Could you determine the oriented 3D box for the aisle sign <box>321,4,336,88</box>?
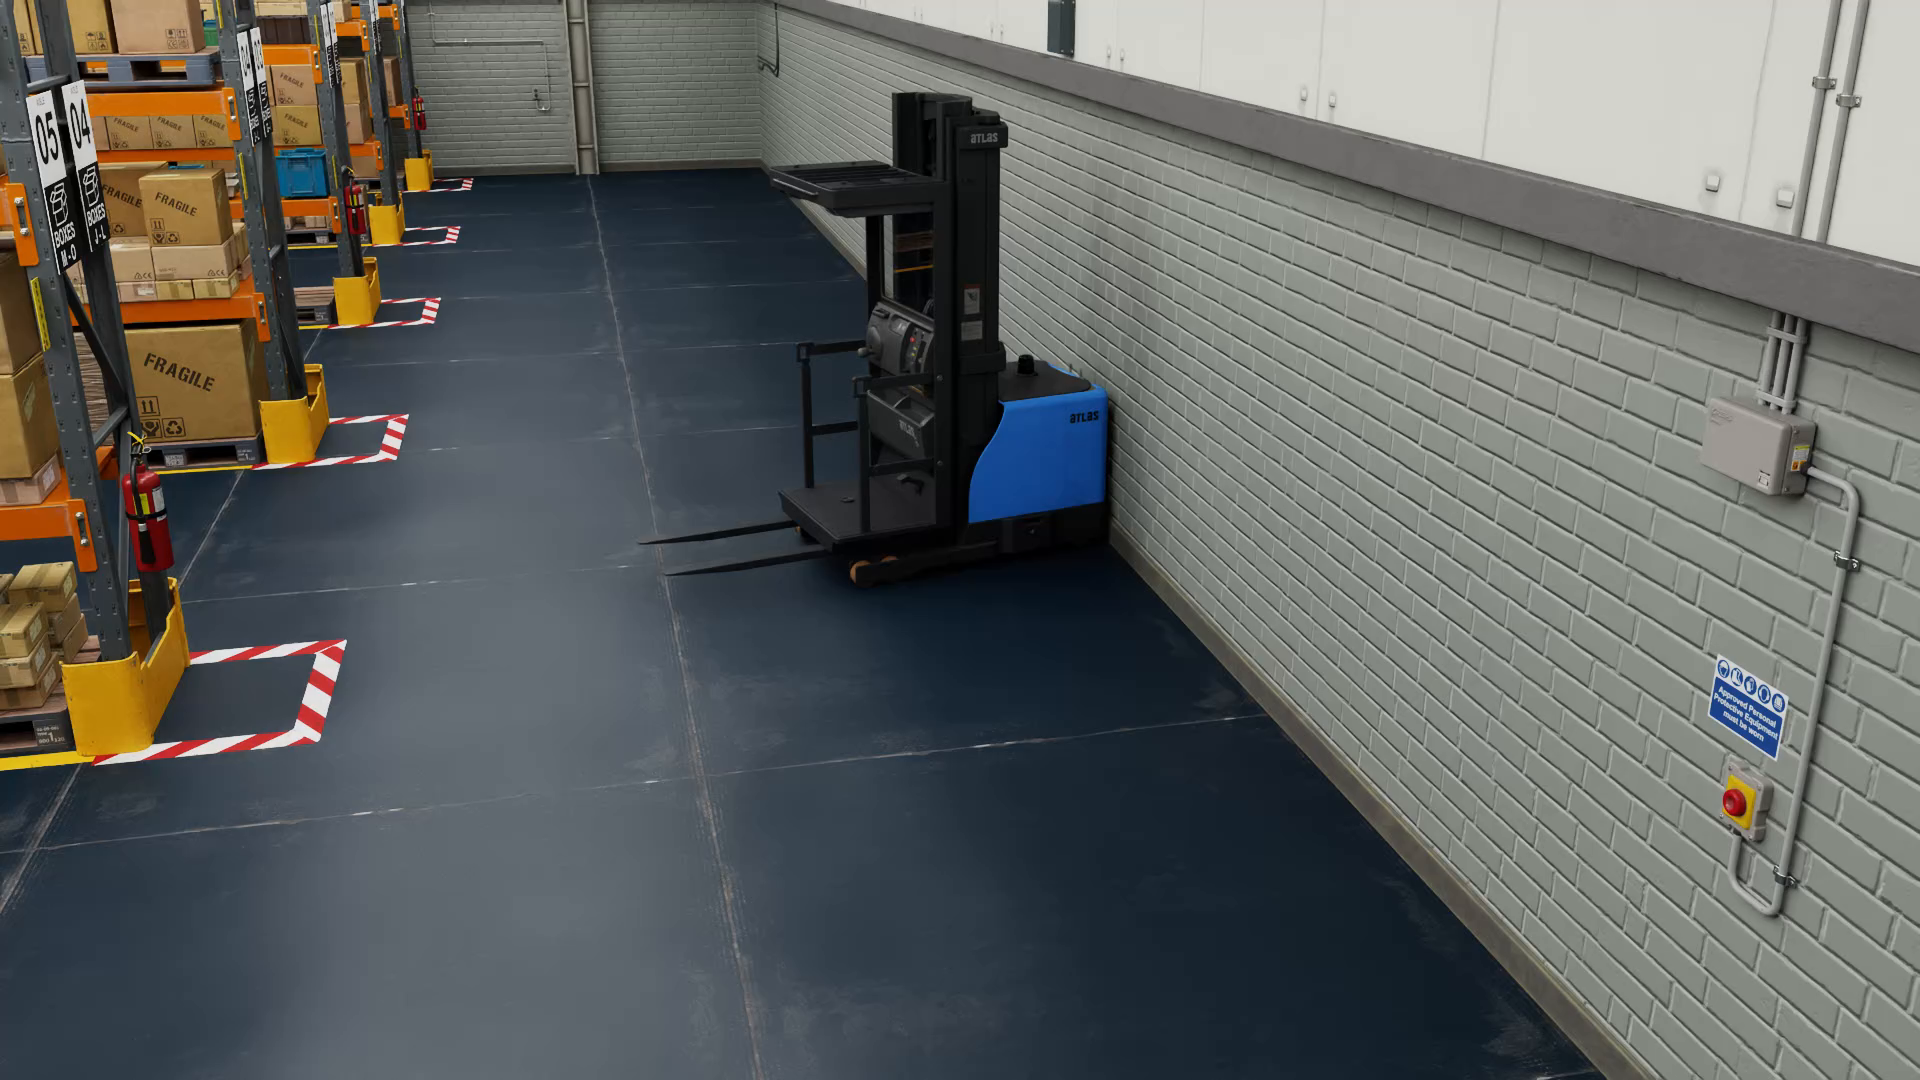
[{"bbox_3d":[-6.376,-4.986,16.784,0.004,0.787,0.394,-5,21,-12],"label":"aisle sign"}]

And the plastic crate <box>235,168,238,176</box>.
[{"bbox_3d":[-7.470,-3.845,17.607,0.300,0.233,0.416,-5,21,-12],"label":"plastic crate"}]

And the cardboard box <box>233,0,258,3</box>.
[{"bbox_3d":[-9.064,-6.884,20.878,0.500,0.250,0.500,-5,21,-12],"label":"cardboard box"}]

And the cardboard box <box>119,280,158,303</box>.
[{"bbox_3d":[-6.142,-1.902,12.512,0.250,0.149,0.380,-5,21,-12],"label":"cardboard box"}]

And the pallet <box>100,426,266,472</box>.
[{"bbox_3d":[-6.133,-0.800,13.193,1.213,0.211,1.003,-5,21,-12],"label":"pallet"}]

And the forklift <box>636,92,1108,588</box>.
[{"bbox_3d":[-0.568,-1.283,10.556,3.031,2.935,1.130,-9,22,-24],"label":"forklift"}]

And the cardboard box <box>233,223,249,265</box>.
[{"bbox_3d":[-5.903,-2.321,13.075,0.500,0.250,0.500,-5,21,-14],"label":"cardboard box"}]

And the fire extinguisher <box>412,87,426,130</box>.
[{"bbox_3d":[-8.540,-6.819,26.225,0.183,0.674,0.296,-5,21,-12],"label":"fire extinguisher"}]

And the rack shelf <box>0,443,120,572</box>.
[{"bbox_3d":[-6.277,-0.035,8.095,4.000,0.370,1.077,-5,21,-12],"label":"rack shelf"}]

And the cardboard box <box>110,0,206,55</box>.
[{"bbox_3d":[-5.867,-3.840,12.174,0.500,0.500,0.700,-6,21,-16],"label":"cardboard box"}]

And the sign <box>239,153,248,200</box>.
[{"bbox_3d":[-5.262,-2.671,12.219,0.005,0.325,0.100,-5,21,-12],"label":"sign"}]

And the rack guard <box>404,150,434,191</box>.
[{"bbox_3d":[-8.769,-6.002,26.972,0.348,0.500,1.175,-5,21,-12],"label":"rack guard"}]

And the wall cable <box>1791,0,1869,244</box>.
[{"bbox_3d":[2.378,-2.244,4.357,0.029,3.000,0.463,-5,21,-12],"label":"wall cable"}]

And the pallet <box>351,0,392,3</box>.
[{"bbox_3d":[-9.512,-8.478,25.866,1.213,0.211,1.003,-5,21,-12],"label":"pallet"}]

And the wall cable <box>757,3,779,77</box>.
[{"bbox_3d":[-3.206,-8.860,26.934,0.112,2.526,3.097,-5,21,-12],"label":"wall cable"}]

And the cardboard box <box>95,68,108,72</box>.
[{"bbox_3d":[-10.517,-5.700,20.914,0.500,0.500,0.500,-5,21,-14],"label":"cardboard box"}]

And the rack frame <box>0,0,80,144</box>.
[{"bbox_3d":[-4.330,-3.348,7.371,0.127,3.000,1.000,-5,21,-12],"label":"rack frame"}]

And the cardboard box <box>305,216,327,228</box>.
[{"bbox_3d":[-8.536,-4.264,22.074,0.250,0.166,0.380,-5,21,-12],"label":"cardboard box"}]

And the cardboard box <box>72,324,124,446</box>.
[{"bbox_3d":[-6.863,-1.249,12.843,0.875,0.875,0.875,-5,21,-12],"label":"cardboard box"}]

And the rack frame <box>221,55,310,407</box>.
[{"bbox_3d":[-5.373,-2.199,12.958,0.127,3.000,1.000,-5,21,-12],"label":"rack frame"}]

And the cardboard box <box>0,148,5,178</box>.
[{"bbox_3d":[-4.712,-1.745,7.573,0.500,0.250,0.500,-5,21,-14],"label":"cardboard box"}]

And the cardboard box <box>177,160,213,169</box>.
[{"bbox_3d":[-11.934,-5.905,26.098,0.500,0.500,0.700,-4,21,-12],"label":"cardboard box"}]

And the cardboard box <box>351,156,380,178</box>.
[{"bbox_3d":[-9.451,-6.108,26.651,0.500,0.500,0.700,-5,21,-12],"label":"cardboard box"}]

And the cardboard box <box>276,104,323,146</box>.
[{"bbox_3d":[-8.526,-5.394,21.533,0.500,0.500,0.500,-4,21,-12],"label":"cardboard box"}]

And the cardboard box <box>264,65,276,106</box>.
[{"bbox_3d":[-9.014,-5.822,21.248,0.500,0.500,0.500,-4,21,-11],"label":"cardboard box"}]

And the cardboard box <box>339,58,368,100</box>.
[{"bbox_3d":[-8.142,-6.085,21.966,0.500,0.500,0.500,-4,20,-11],"label":"cardboard box"}]

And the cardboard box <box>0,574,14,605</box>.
[{"bbox_3d":[-5.159,0.321,8.747,0.250,0.149,0.380,-4,21,-11],"label":"cardboard box"}]

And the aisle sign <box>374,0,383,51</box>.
[{"bbox_3d":[-7.650,-6.840,21.847,0.004,0.787,0.394,-5,21,-12],"label":"aisle sign"}]

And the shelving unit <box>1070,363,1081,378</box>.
[{"bbox_3d":[0.854,-0.596,11.371,0.189,1.200,0.258,-2,15,-13],"label":"shelving unit"}]

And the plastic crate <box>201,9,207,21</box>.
[{"bbox_3d":[-8.063,-5.208,16.899,0.767,0.338,0.504,-5,21,-12],"label":"plastic crate"}]

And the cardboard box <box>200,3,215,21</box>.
[{"bbox_3d":[-9.551,-6.611,20.857,0.500,0.250,0.500,-5,21,-12],"label":"cardboard box"}]

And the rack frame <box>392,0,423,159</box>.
[{"bbox_3d":[-8.793,-7.173,26.536,0.127,3.000,1.000,-5,21,-12],"label":"rack frame"}]

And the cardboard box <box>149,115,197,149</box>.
[{"bbox_3d":[-9.998,-5.275,21.210,0.500,0.500,0.500,-5,21,-13],"label":"cardboard box"}]

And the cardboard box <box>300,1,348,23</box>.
[{"bbox_3d":[-8.088,-6.725,21.169,0.500,0.250,0.500,-5,21,-12],"label":"cardboard box"}]

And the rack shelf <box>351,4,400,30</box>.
[{"bbox_3d":[-10.739,-8.086,25.712,4.000,0.370,1.077,-5,21,-12],"label":"rack shelf"}]

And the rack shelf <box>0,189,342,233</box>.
[{"bbox_3d":[-8.459,-3.361,17.175,4.000,0.370,1.077,-5,21,-12],"label":"rack shelf"}]

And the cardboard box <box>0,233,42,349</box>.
[{"bbox_3d":[-4.828,-1.240,8.309,0.500,0.500,0.500,-5,21,-13],"label":"cardboard box"}]

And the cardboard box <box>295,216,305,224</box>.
[{"bbox_3d":[-8.730,-4.443,22.442,0.500,0.250,0.500,-5,21,-12],"label":"cardboard box"}]

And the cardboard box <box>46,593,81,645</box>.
[{"bbox_3d":[-4.899,0.426,8.892,0.250,0.149,0.380,-4,20,-10],"label":"cardboard box"}]

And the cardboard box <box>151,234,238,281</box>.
[{"bbox_3d":[-5.784,-2.141,12.585,0.500,0.250,0.500,-5,21,-13],"label":"cardboard box"}]

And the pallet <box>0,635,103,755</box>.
[{"bbox_3d":[-5.203,0.837,8.723,1.213,0.211,1.003,-5,21,-12],"label":"pallet"}]

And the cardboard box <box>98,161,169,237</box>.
[{"bbox_3d":[-6.389,-2.633,12.838,0.500,0.500,0.500,-5,21,-14],"label":"cardboard box"}]

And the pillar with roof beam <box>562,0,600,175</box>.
[{"bbox_3d":[-5.374,-9.053,22.944,0.400,9.000,9.100,-5,21,-12],"label":"pillar with roof beam"}]

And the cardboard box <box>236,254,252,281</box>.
[{"bbox_3d":[-5.795,-2.164,13.226,0.250,0.149,0.380,-4,21,-12],"label":"cardboard box"}]

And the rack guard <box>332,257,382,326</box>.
[{"bbox_3d":[-6.493,-2.690,17.930,0.348,0.500,1.175,-5,21,-12],"label":"rack guard"}]

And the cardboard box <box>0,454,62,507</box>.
[{"bbox_3d":[-4.583,-0.293,8.118,0.250,0.149,0.380,-5,21,-12],"label":"cardboard box"}]

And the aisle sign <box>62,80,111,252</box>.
[{"bbox_3d":[-4.328,-1.858,8.246,0.004,0.787,0.394,-5,21,-12],"label":"aisle sign"}]

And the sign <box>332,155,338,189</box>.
[{"bbox_3d":[-6.371,-3.751,16.956,0.005,0.325,0.100,-5,21,-12],"label":"sign"}]

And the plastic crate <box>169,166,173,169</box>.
[{"bbox_3d":[-8.402,-3.769,17.400,0.300,0.233,0.416,-5,21,-12],"label":"plastic crate"}]
